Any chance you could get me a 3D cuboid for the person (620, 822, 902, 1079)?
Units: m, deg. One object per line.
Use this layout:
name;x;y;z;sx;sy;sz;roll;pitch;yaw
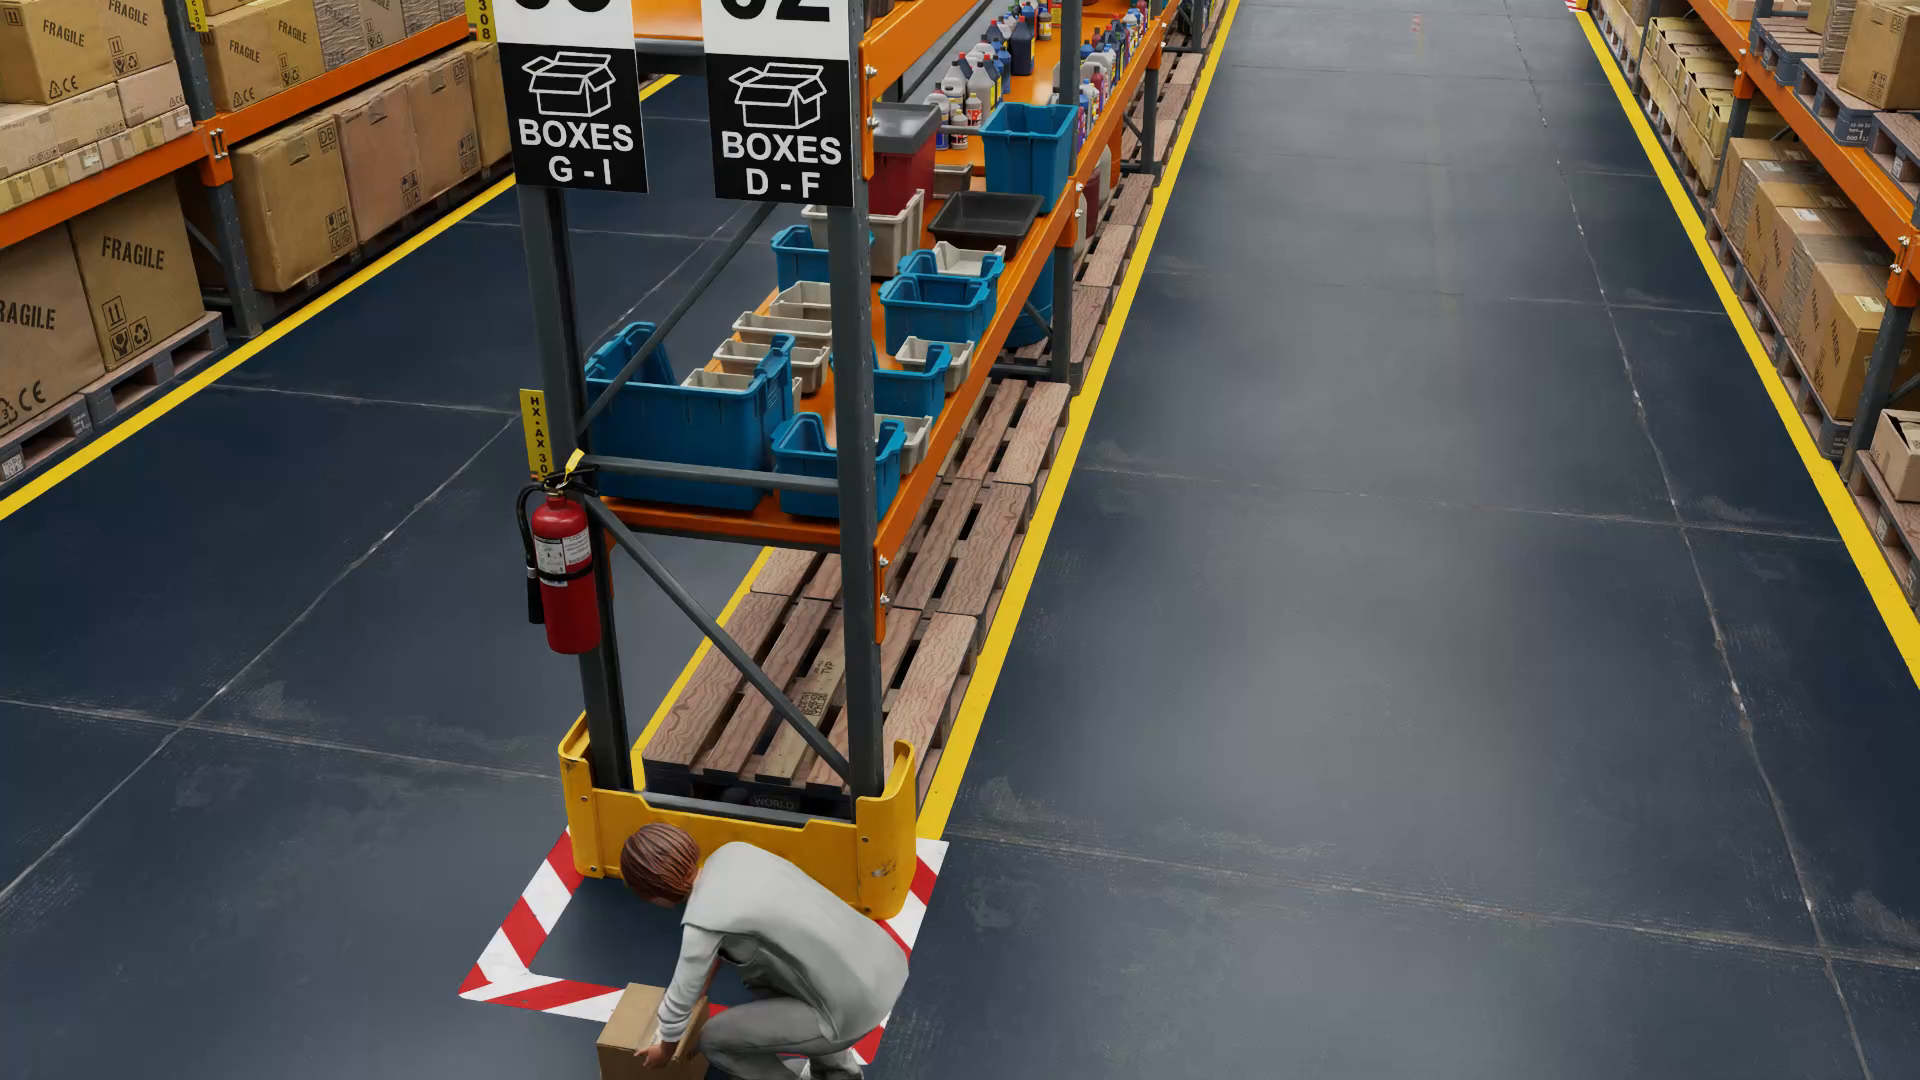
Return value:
person;-0.537;1.236;4.586;0.763;0.997;0.456;9;30;16
